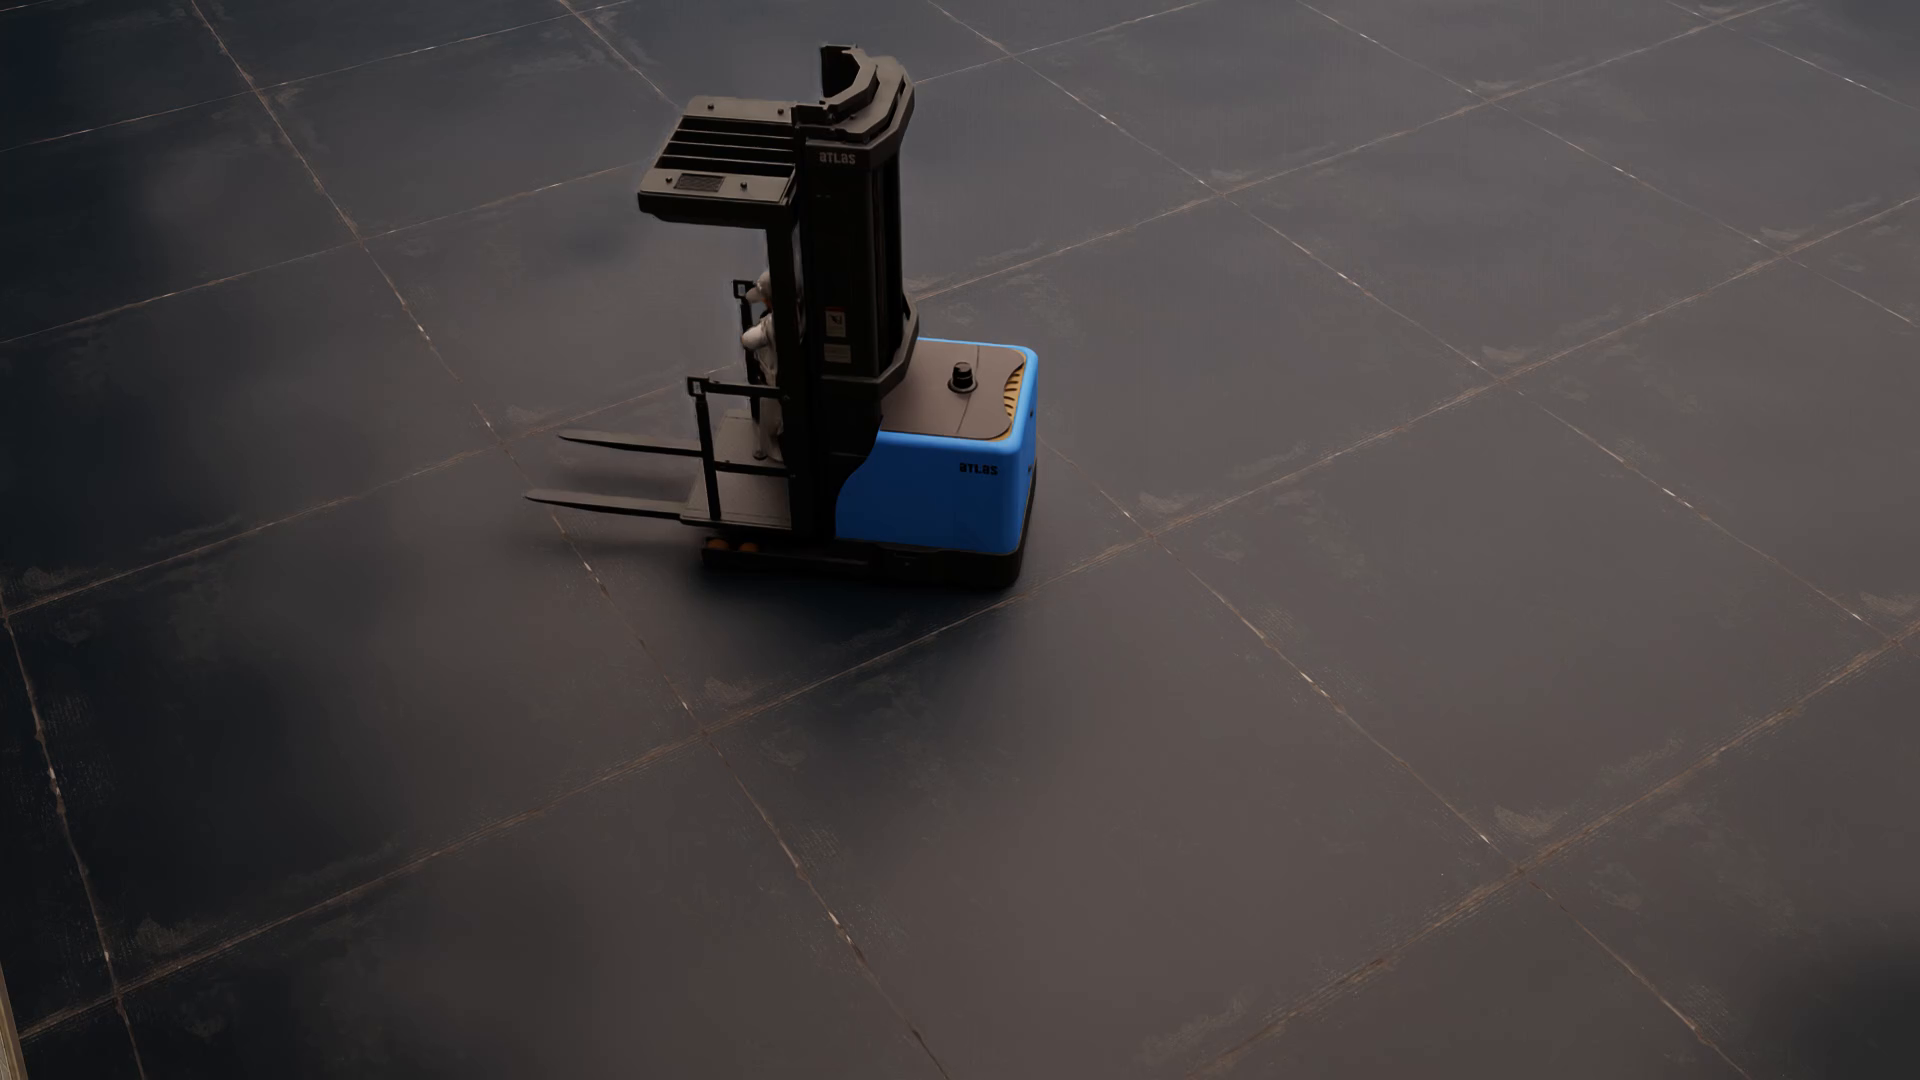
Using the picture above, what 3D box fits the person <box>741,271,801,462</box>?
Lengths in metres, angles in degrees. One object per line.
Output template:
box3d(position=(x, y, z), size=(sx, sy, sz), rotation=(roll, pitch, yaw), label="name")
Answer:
box3d(position=(-0.987, -1.014, 10.091), size=(0.675, 1.568, 0.859), rotation=(-27, 48, -28), label="person")

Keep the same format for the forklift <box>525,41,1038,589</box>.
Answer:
box3d(position=(-1.089, -1.263, 9.316), size=(3.031, 2.935, 1.130), rotation=(6, 41, 7), label="forklift")
